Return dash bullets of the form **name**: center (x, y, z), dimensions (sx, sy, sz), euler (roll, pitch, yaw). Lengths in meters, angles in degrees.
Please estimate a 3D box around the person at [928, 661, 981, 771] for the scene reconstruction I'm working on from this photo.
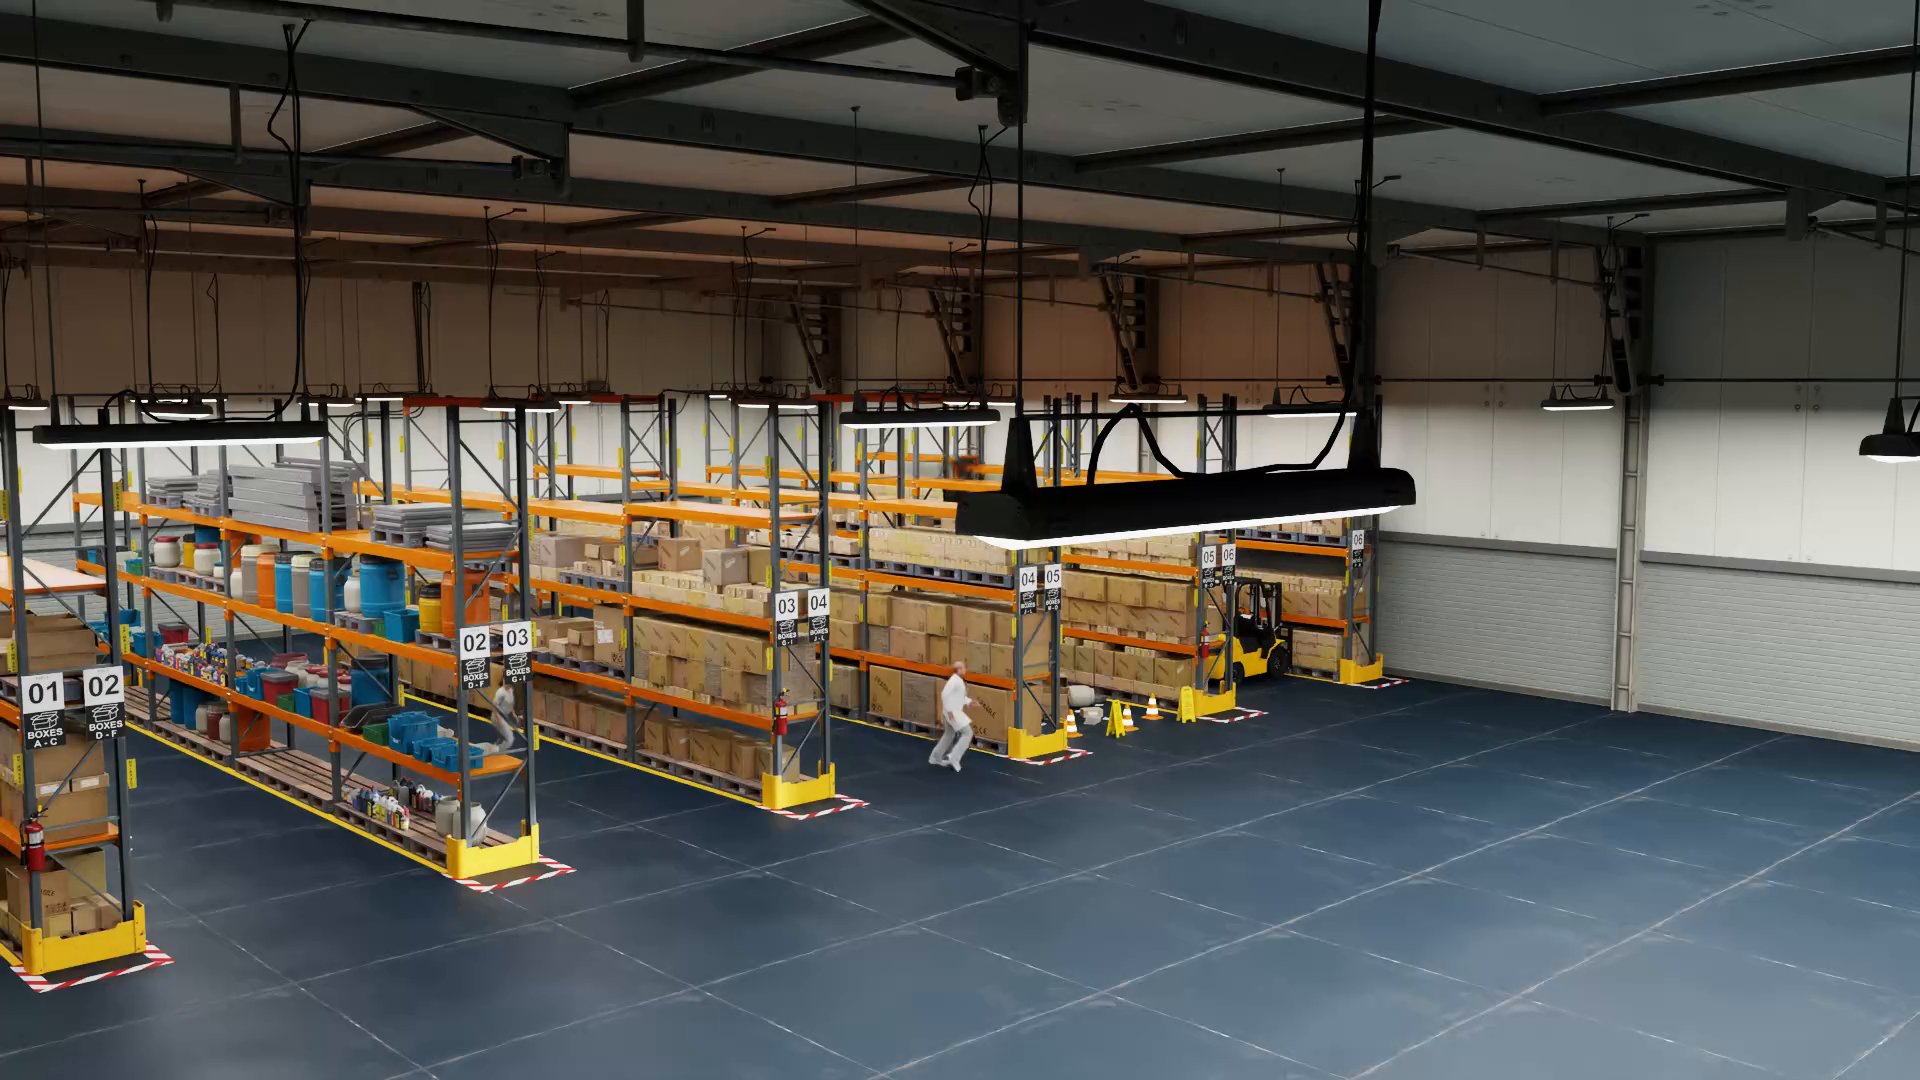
- **person**: center (-0.088, 2.874, 27.011), dimensions (0.863, 1.825, 0.626), euler (0, 6, -1)

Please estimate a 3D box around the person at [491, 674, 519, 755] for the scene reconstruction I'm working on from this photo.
- **person**: center (-7.468, 2.924, 27.059), dimensions (0.547, 1.610, 0.560), euler (0, 6, 5)
